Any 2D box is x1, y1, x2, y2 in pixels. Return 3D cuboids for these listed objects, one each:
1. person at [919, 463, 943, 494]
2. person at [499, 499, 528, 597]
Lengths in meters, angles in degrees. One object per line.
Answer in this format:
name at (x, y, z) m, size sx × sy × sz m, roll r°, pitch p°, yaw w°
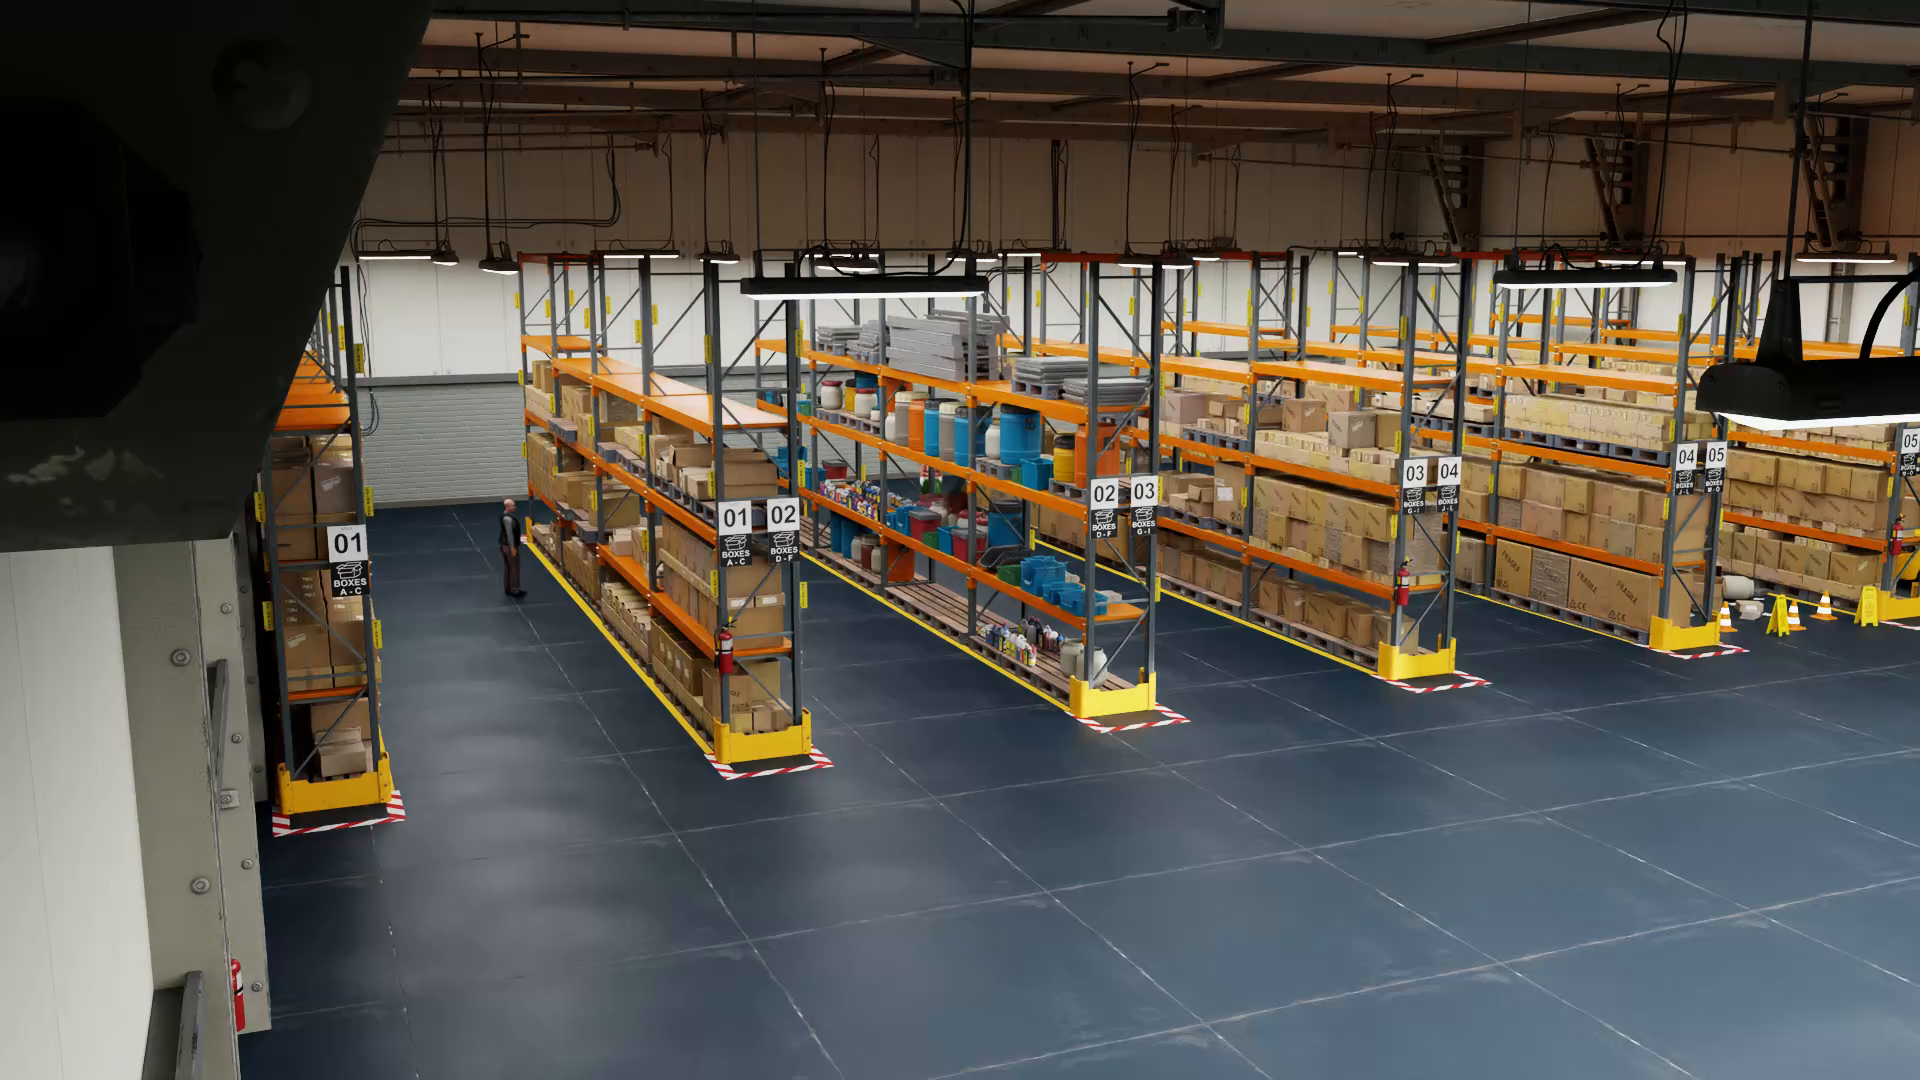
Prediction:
person at (-0.636, -1.384, 37.649) m, size 0.616 × 1.747 × 0.994 m, roll -4°, pitch 11°, yaw -21°
person at (-7.936, 0.125, 29.506) m, size 0.425 × 1.723 × 0.589 m, roll -5°, pitch 11°, yaw -25°
